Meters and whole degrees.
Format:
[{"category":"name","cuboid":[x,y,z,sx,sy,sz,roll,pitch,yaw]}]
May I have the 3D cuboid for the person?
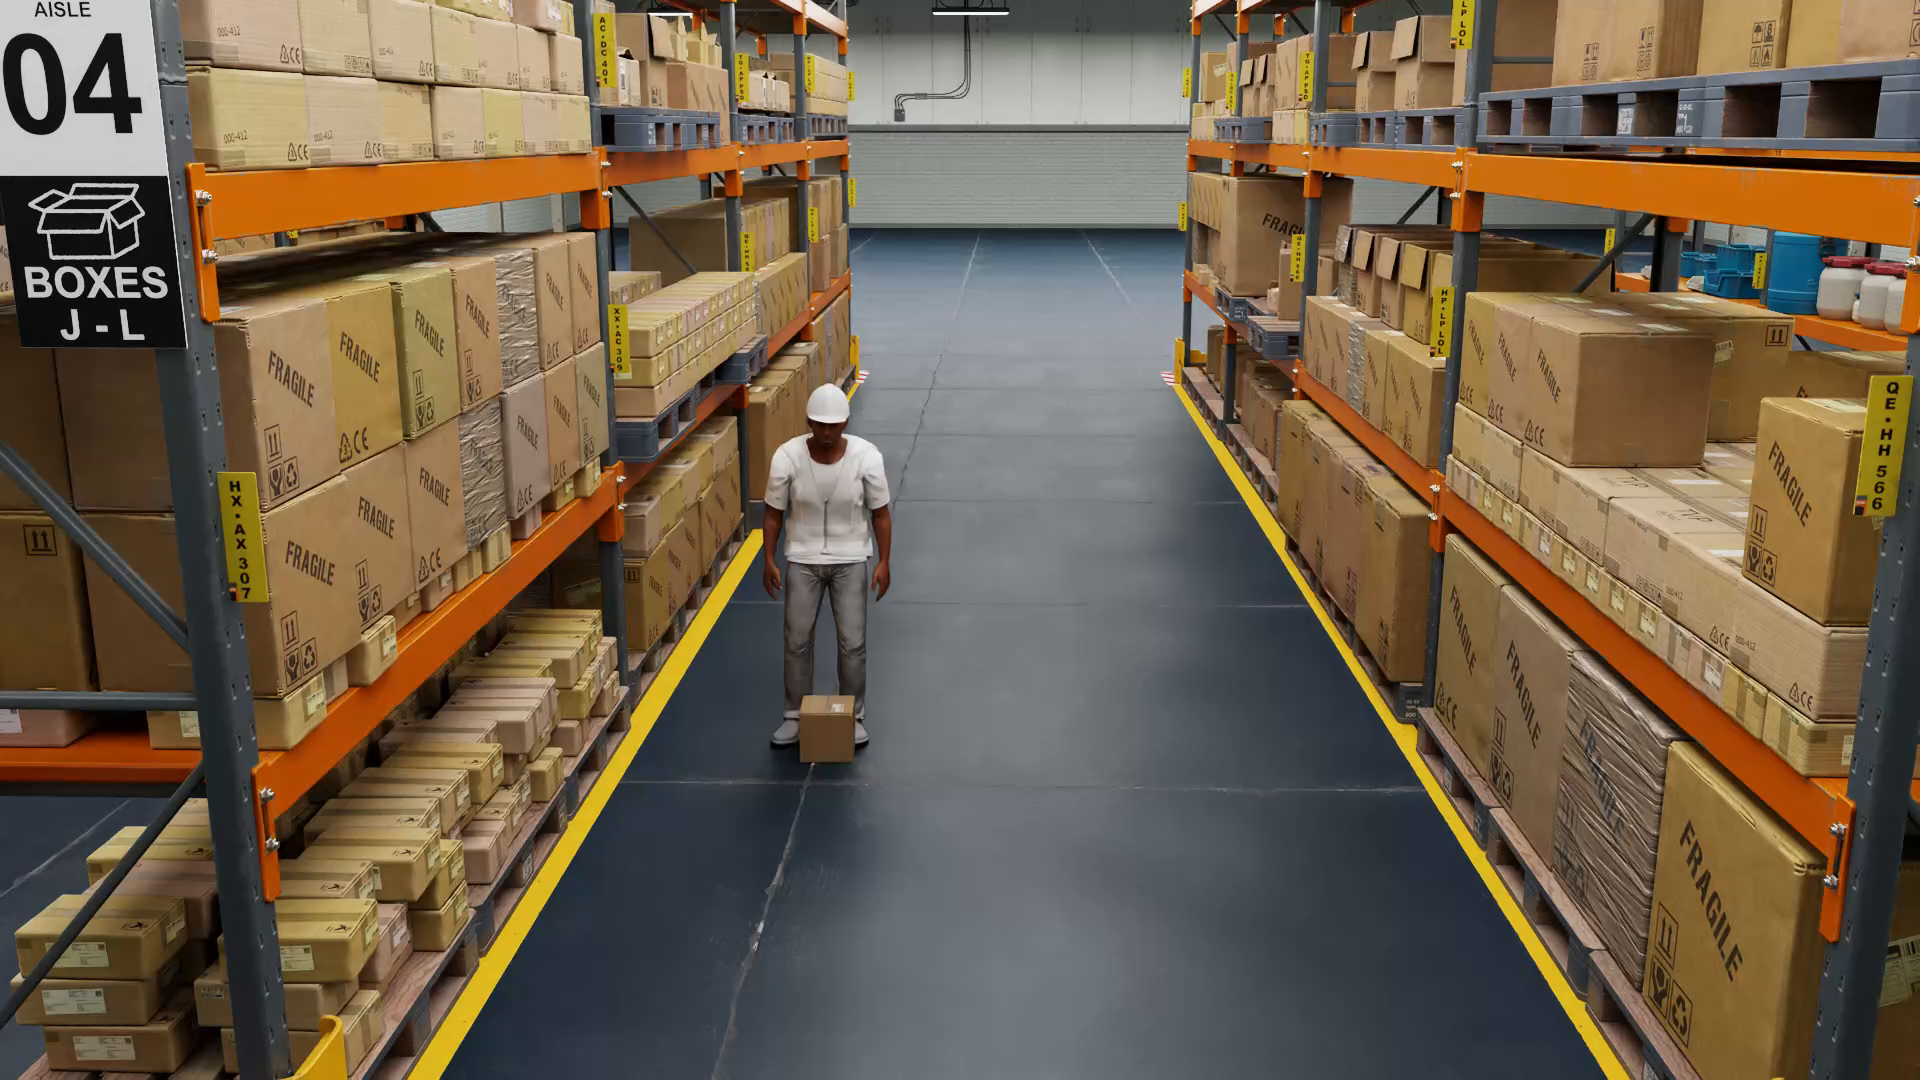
[{"category":"person","cuboid":[-0.638,0.117,7.987,0.621,1.759,0.461,0,14,-1]}]
